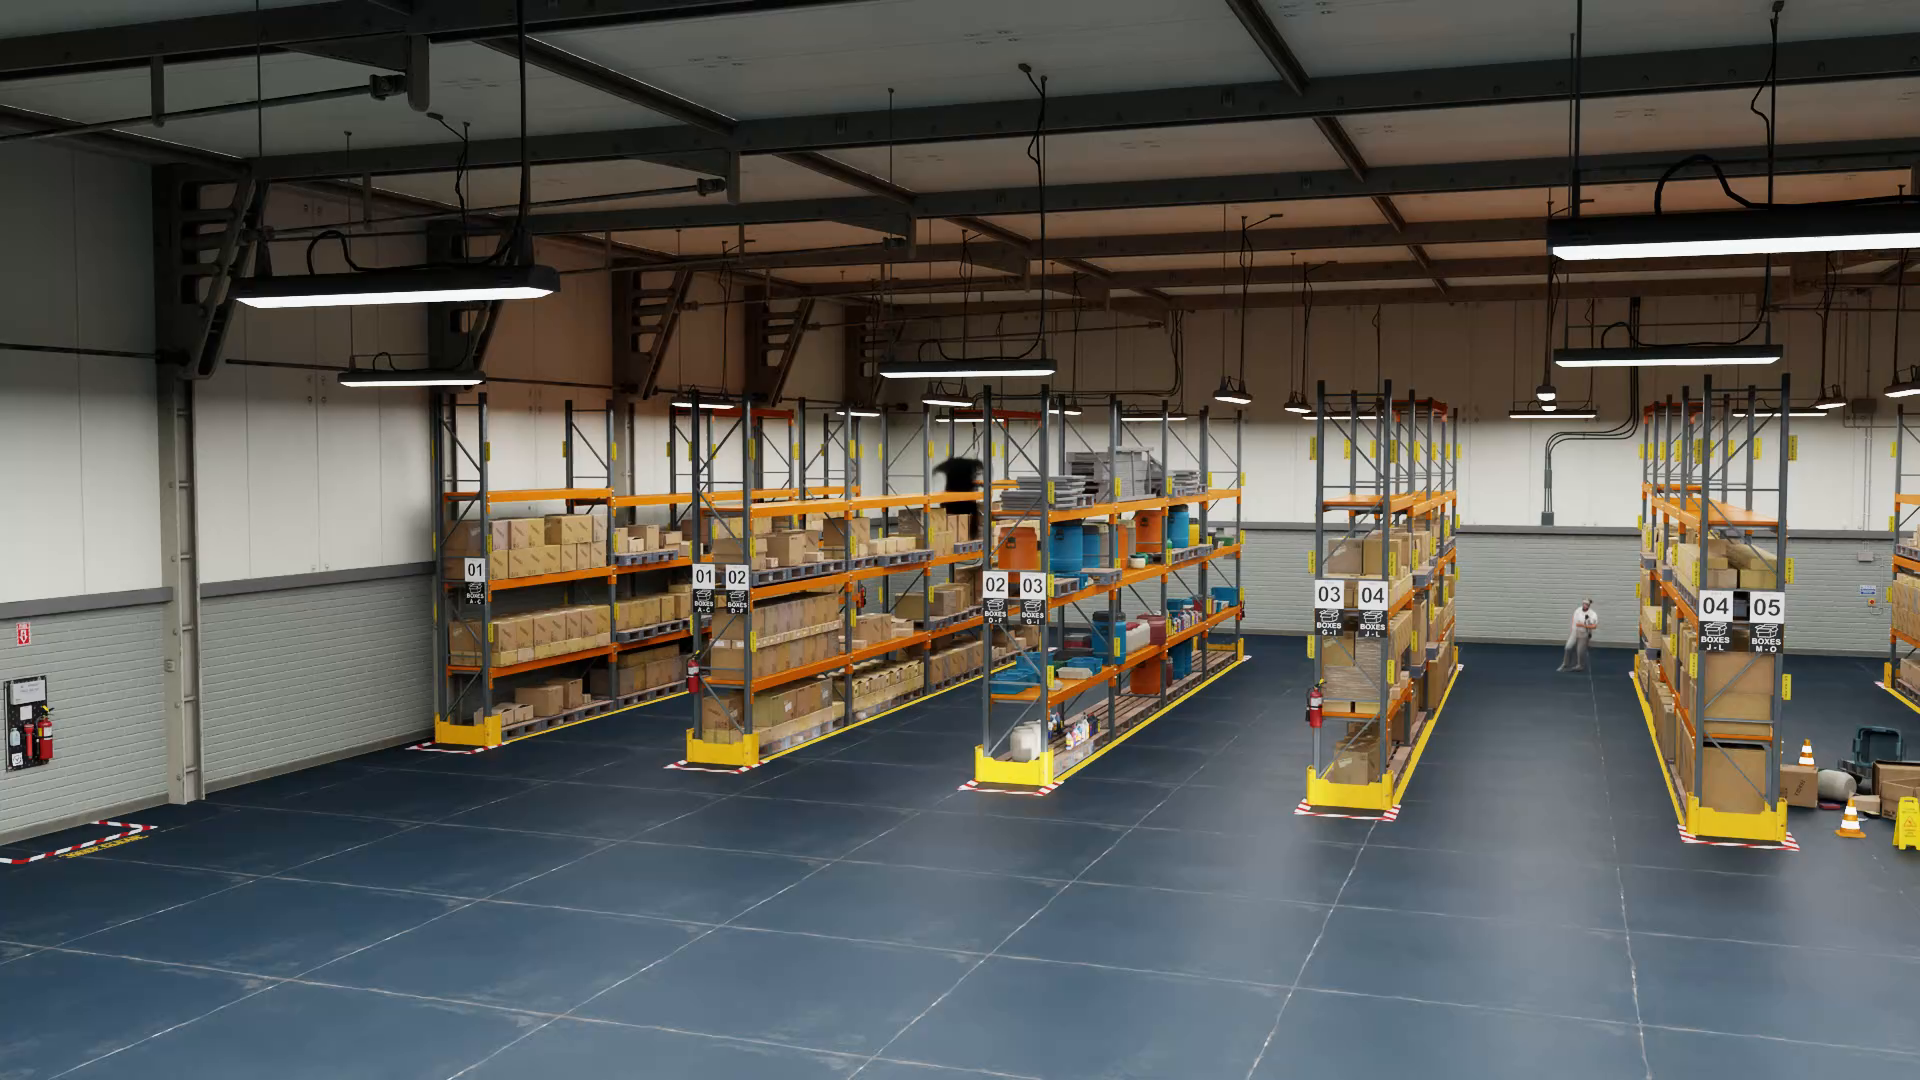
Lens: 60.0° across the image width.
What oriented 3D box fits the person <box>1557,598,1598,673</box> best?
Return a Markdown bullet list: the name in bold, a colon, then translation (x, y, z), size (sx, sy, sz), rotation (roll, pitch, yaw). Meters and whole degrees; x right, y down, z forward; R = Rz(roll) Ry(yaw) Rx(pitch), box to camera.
- **person**: translation (14.020, 2.147, 37.569), size (0.759, 1.735, 0.819), rotation (-3, 4, -44)
